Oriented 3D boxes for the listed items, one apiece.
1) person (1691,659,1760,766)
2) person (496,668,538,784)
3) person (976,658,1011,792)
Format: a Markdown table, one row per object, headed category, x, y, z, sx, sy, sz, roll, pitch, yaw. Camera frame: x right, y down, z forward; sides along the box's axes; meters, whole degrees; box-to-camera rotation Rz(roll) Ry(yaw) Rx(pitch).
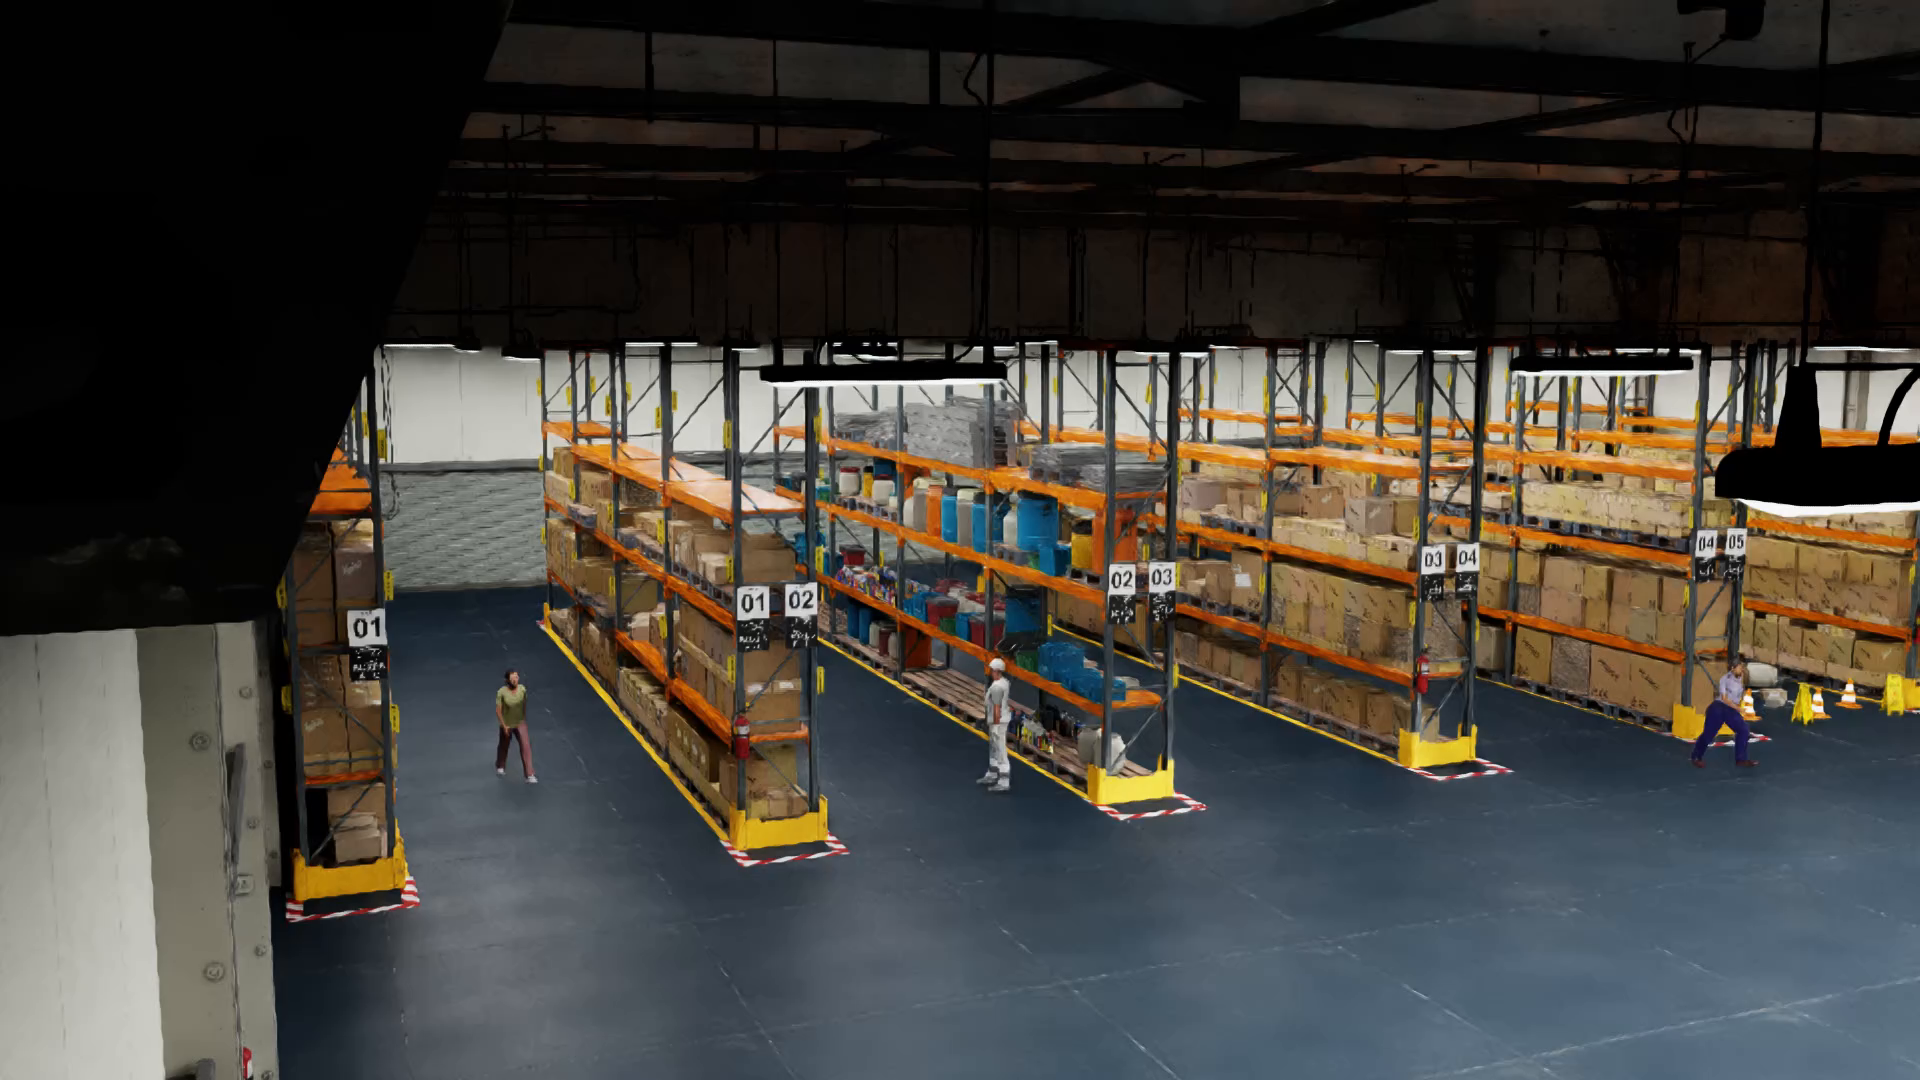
| category | x | y | z | sx | sy | sz | roll | pitch | yaw |
| --- | --- | --- | --- | --- | --- | --- | --- | --- | --- |
| person | 10.974 | 2.455 | 23.803 | 0.664 | 1.585 | 0.794 | -7 | 10 | -42 |
| person | -6.183 | 2.546 | 23.011 | 0.470 | 1.590 | 1.093 | -5 | 9 | -31 |
| person | 0.457 | 2.493 | 22.643 | 0.494 | 1.787 | 0.618 | 2 | 8 | 12 |
